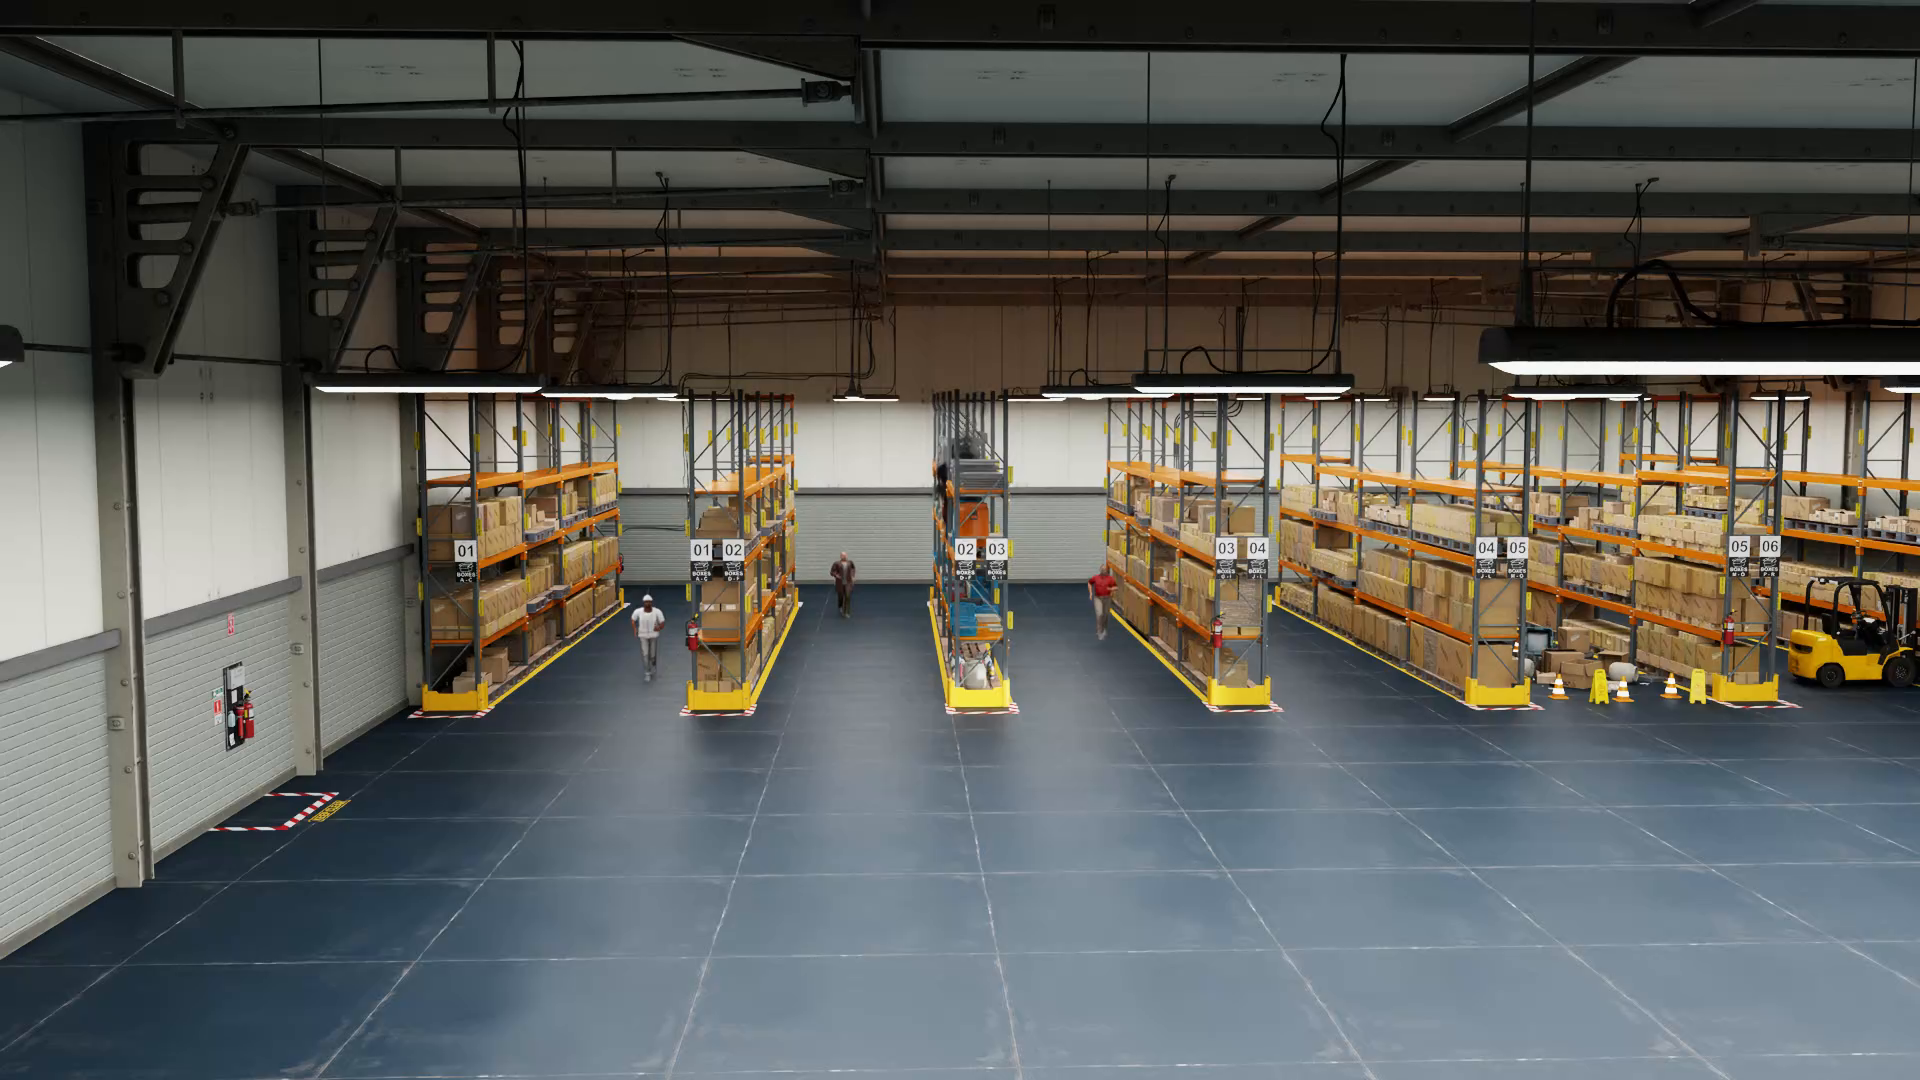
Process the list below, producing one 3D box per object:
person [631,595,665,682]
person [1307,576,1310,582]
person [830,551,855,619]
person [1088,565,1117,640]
[{"bbox_3d":[-6.495,2.020,34.634,0.701,1.766,0.826,-1,5,-10],"label":"person"},{"bbox_3d":[10.367,0.919,48.997,0.840,1.668,0.638,5,6,44],"label":"person"},{"bbox_3d":[-3.126,1.186,44.640,0.711,1.772,1.057,-1,5,-12],"label":"person"},{"bbox_3d":[3.362,1.491,39.098,0.657,1.666,0.938,0,5,-4],"label":"person"}]
